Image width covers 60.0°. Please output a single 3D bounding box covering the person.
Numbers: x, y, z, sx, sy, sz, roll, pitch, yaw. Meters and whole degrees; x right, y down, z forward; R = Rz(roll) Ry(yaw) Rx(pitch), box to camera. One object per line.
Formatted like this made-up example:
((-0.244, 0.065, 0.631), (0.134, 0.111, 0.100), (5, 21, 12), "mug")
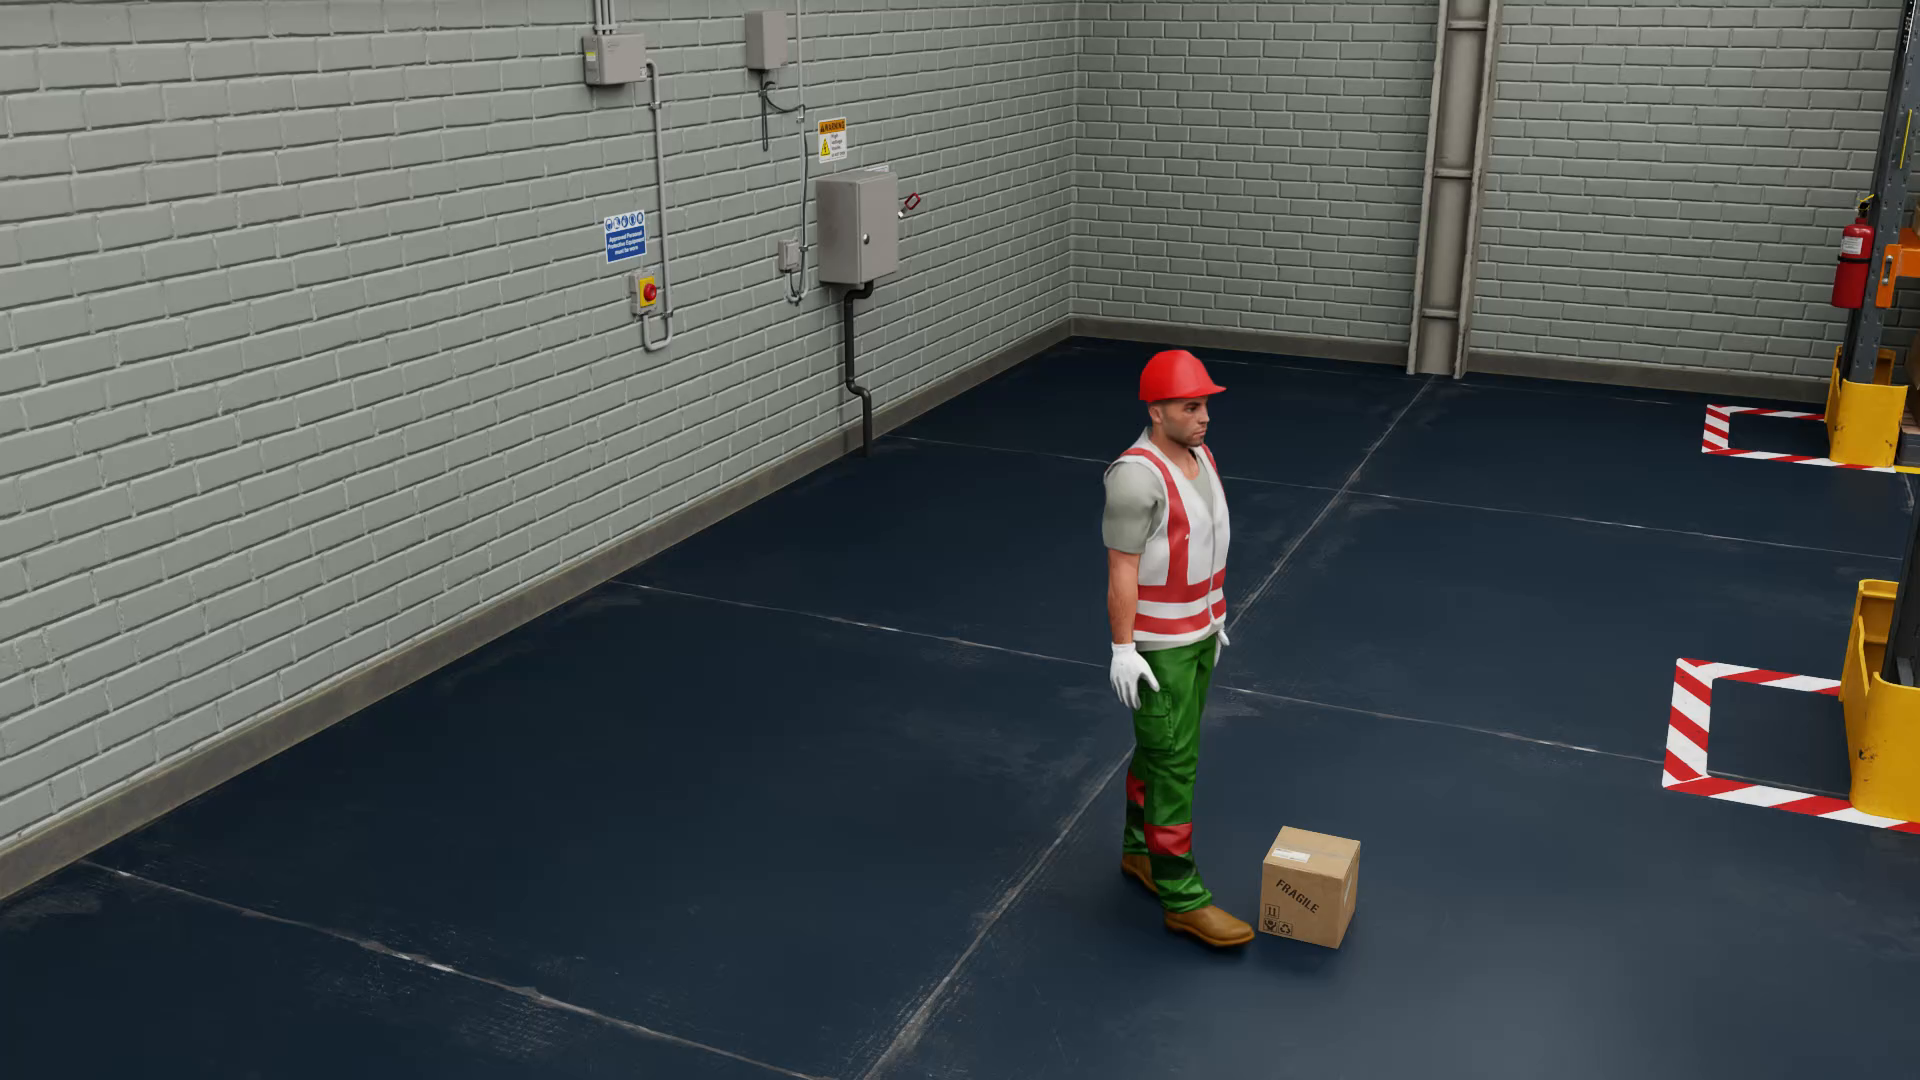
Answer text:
((0.744, 0.318, 5.082), (0.593, 1.788, 0.546), (13, 23, 33), "person")
